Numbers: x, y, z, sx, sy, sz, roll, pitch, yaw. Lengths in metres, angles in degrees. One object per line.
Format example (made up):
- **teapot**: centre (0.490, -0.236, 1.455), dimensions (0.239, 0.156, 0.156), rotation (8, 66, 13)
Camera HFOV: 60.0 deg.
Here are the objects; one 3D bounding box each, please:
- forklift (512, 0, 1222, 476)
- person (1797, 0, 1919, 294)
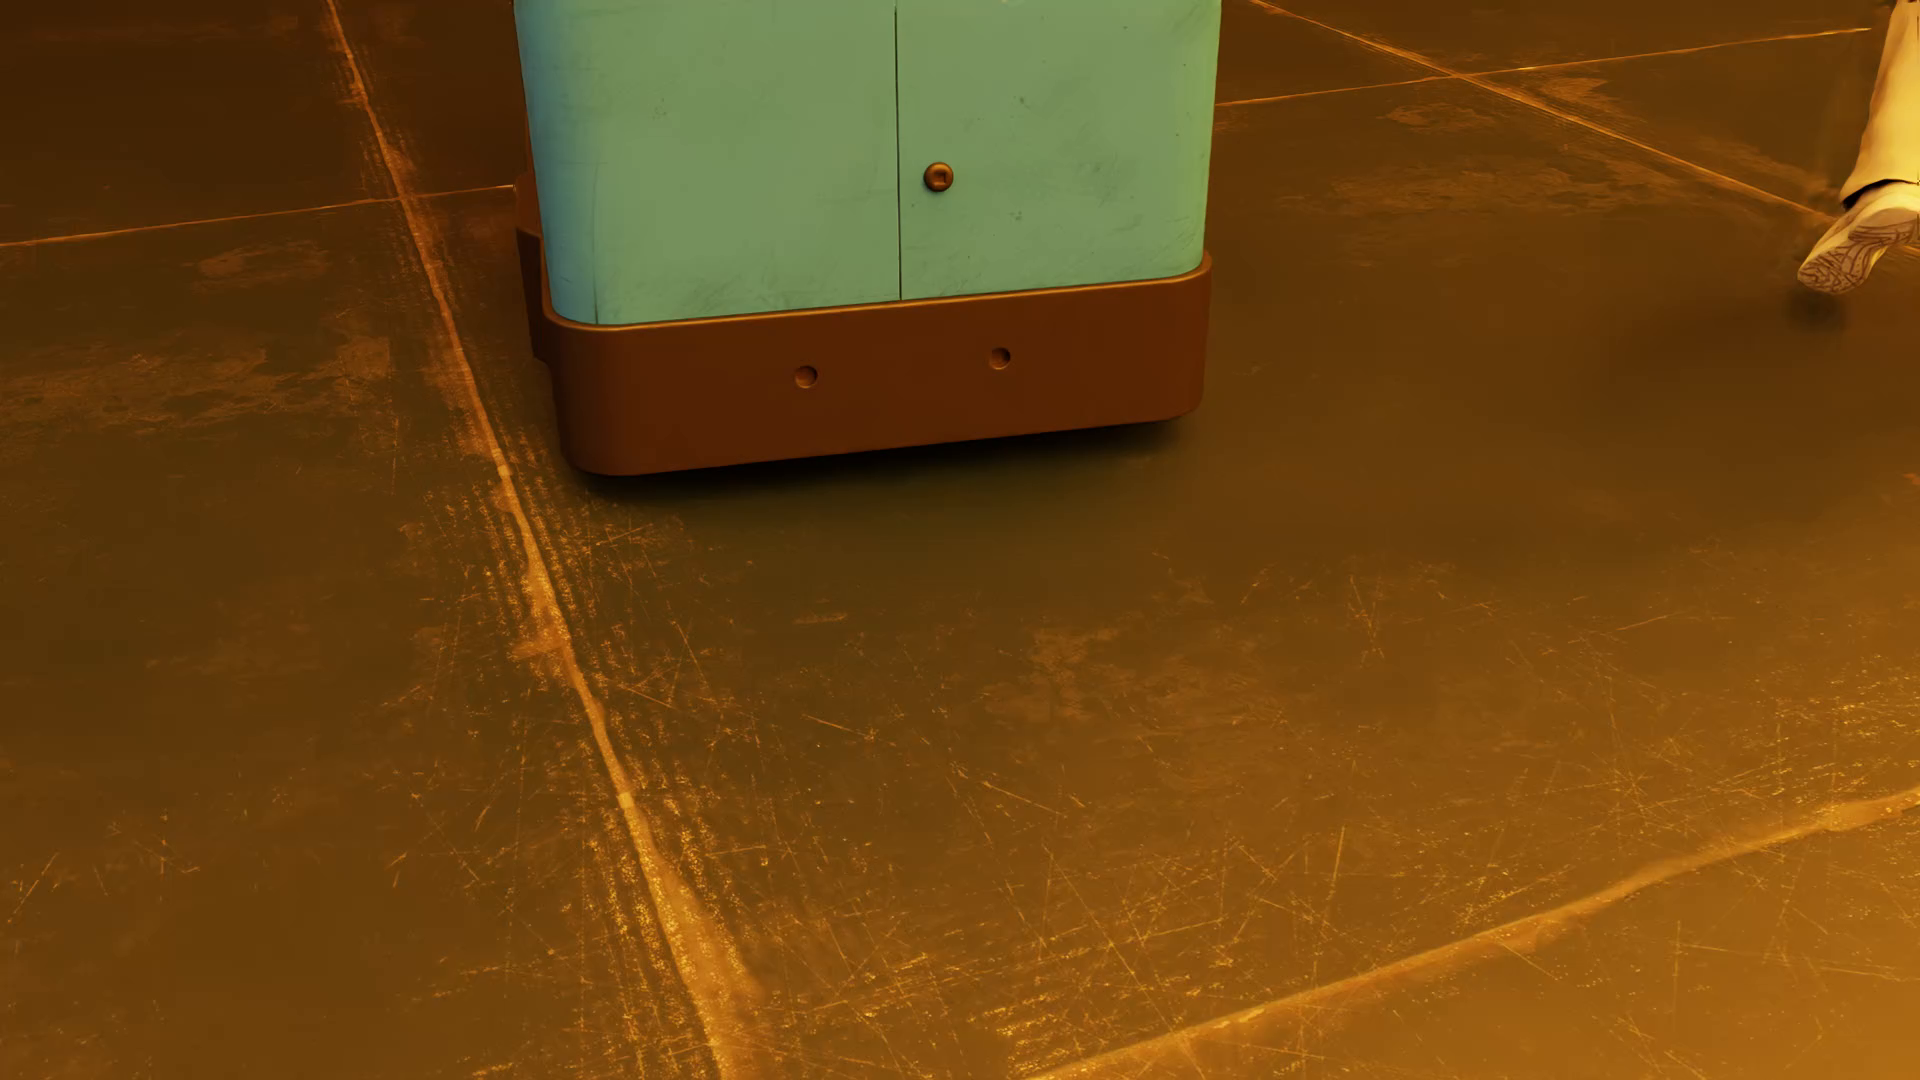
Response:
- **forklift**: centre (-0.431, -2.085, 3.200), dimensions (1.130, 2.935, 3.031), rotation (-7, 30, -11)
- **person**: centre (1.987, -1.139, 2.831), dimensions (0.868, 1.677, 0.650), rotation (10, 31, 17)
